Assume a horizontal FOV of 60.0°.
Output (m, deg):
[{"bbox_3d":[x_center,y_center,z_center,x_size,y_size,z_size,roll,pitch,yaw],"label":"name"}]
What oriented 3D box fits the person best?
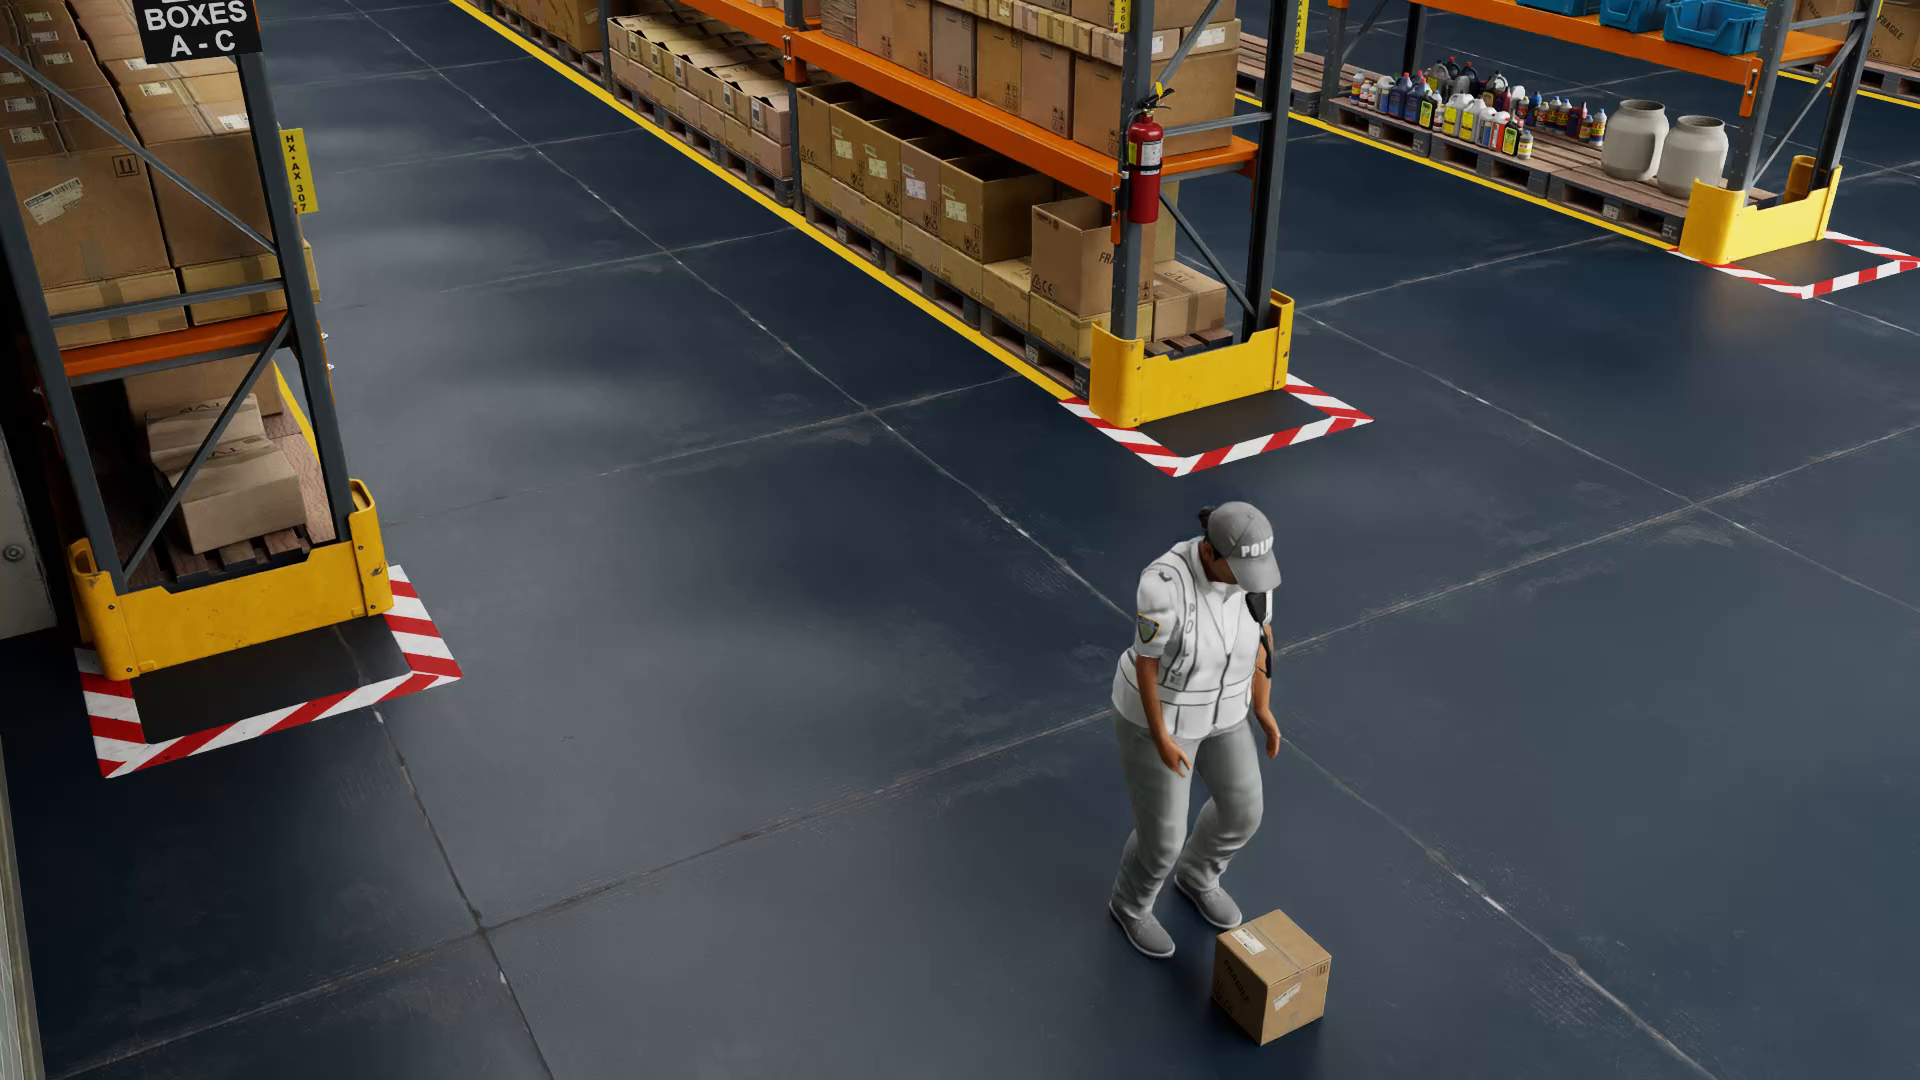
[{"bbox_3d":[0.748,0.562,5.188,0.500,1.610,0.496,-15,33,-25],"label":"person"}]
